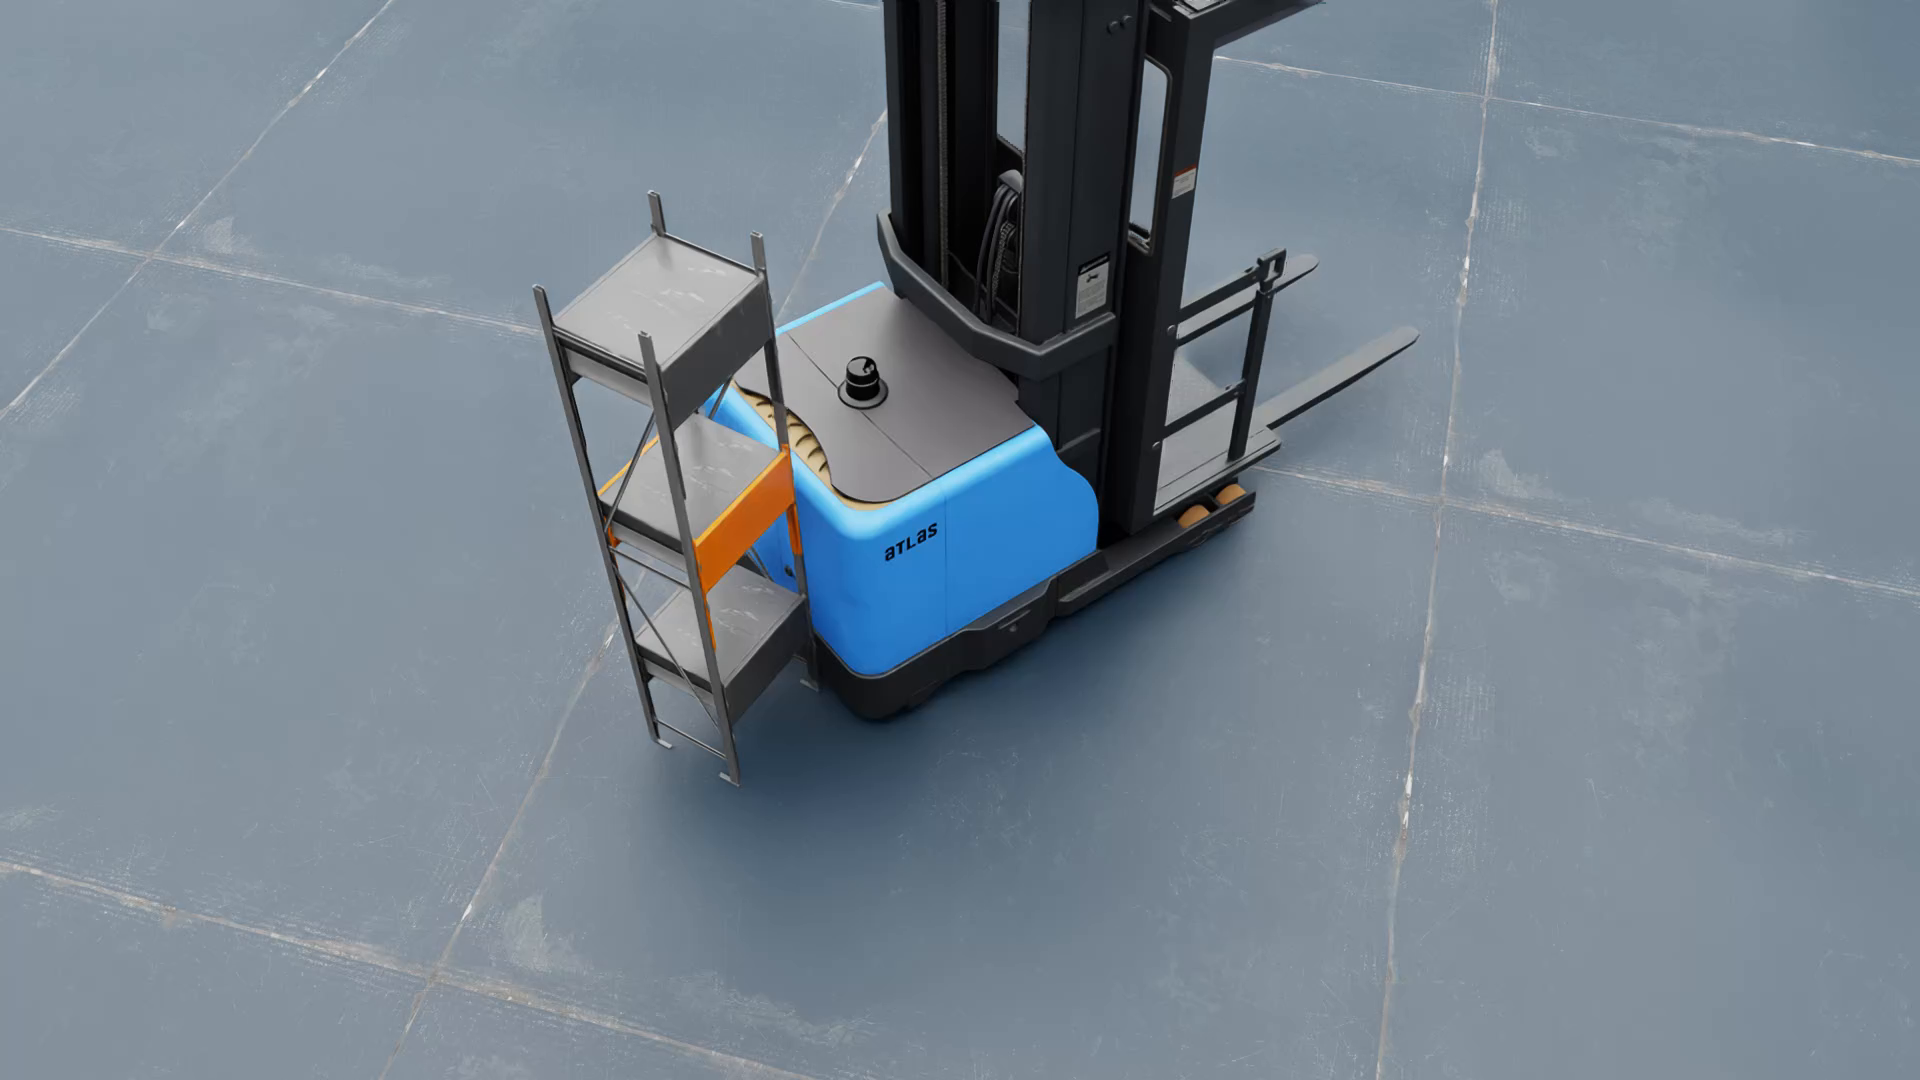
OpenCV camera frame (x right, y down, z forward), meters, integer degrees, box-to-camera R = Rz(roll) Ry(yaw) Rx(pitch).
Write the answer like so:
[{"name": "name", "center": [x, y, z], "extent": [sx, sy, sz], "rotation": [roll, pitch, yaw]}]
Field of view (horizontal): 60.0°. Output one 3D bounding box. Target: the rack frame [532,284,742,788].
[{"name": "rack frame", "center": [-0.963, 0.094, 5.180], "extent": [0.400, 2.100, 0.015], "rotation": [24, 53, 21]}]

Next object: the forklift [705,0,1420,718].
[{"name": "forklift", "center": [0.569, -1.237, 5.806], "extent": [3.031, 2.935, 1.130], "rotation": [-29, 55, -23]}]

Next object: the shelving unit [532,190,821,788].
[{"name": "shelving unit", "center": [-0.833, -0.061, 5.317], "extent": [0.431, 2.100, 0.503], "rotation": [24, 53, 21]}]

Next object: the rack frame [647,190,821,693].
[{"name": "rack frame", "center": [-0.704, -0.216, 5.454], "extent": [0.400, 2.100, 0.015], "rotation": [24, 53, 21]}]

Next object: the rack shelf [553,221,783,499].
[{"name": "rack shelf", "center": [-0.843, -0.520, 4.807], "extent": [0.431, 0.518, 0.480], "rotation": [24, 53, 21]}]

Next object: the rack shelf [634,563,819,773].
[{"name": "rack shelf", "center": [-0.823, 0.416, 5.848], "extent": [0.431, 0.518, 0.480], "rotation": [24, 53, 21]}]

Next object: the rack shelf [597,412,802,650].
[{"name": "rack shelf", "center": [-0.833, -0.052, 5.327], "extent": [0.431, 0.518, 0.480], "rotation": [24, 53, 21]}]
